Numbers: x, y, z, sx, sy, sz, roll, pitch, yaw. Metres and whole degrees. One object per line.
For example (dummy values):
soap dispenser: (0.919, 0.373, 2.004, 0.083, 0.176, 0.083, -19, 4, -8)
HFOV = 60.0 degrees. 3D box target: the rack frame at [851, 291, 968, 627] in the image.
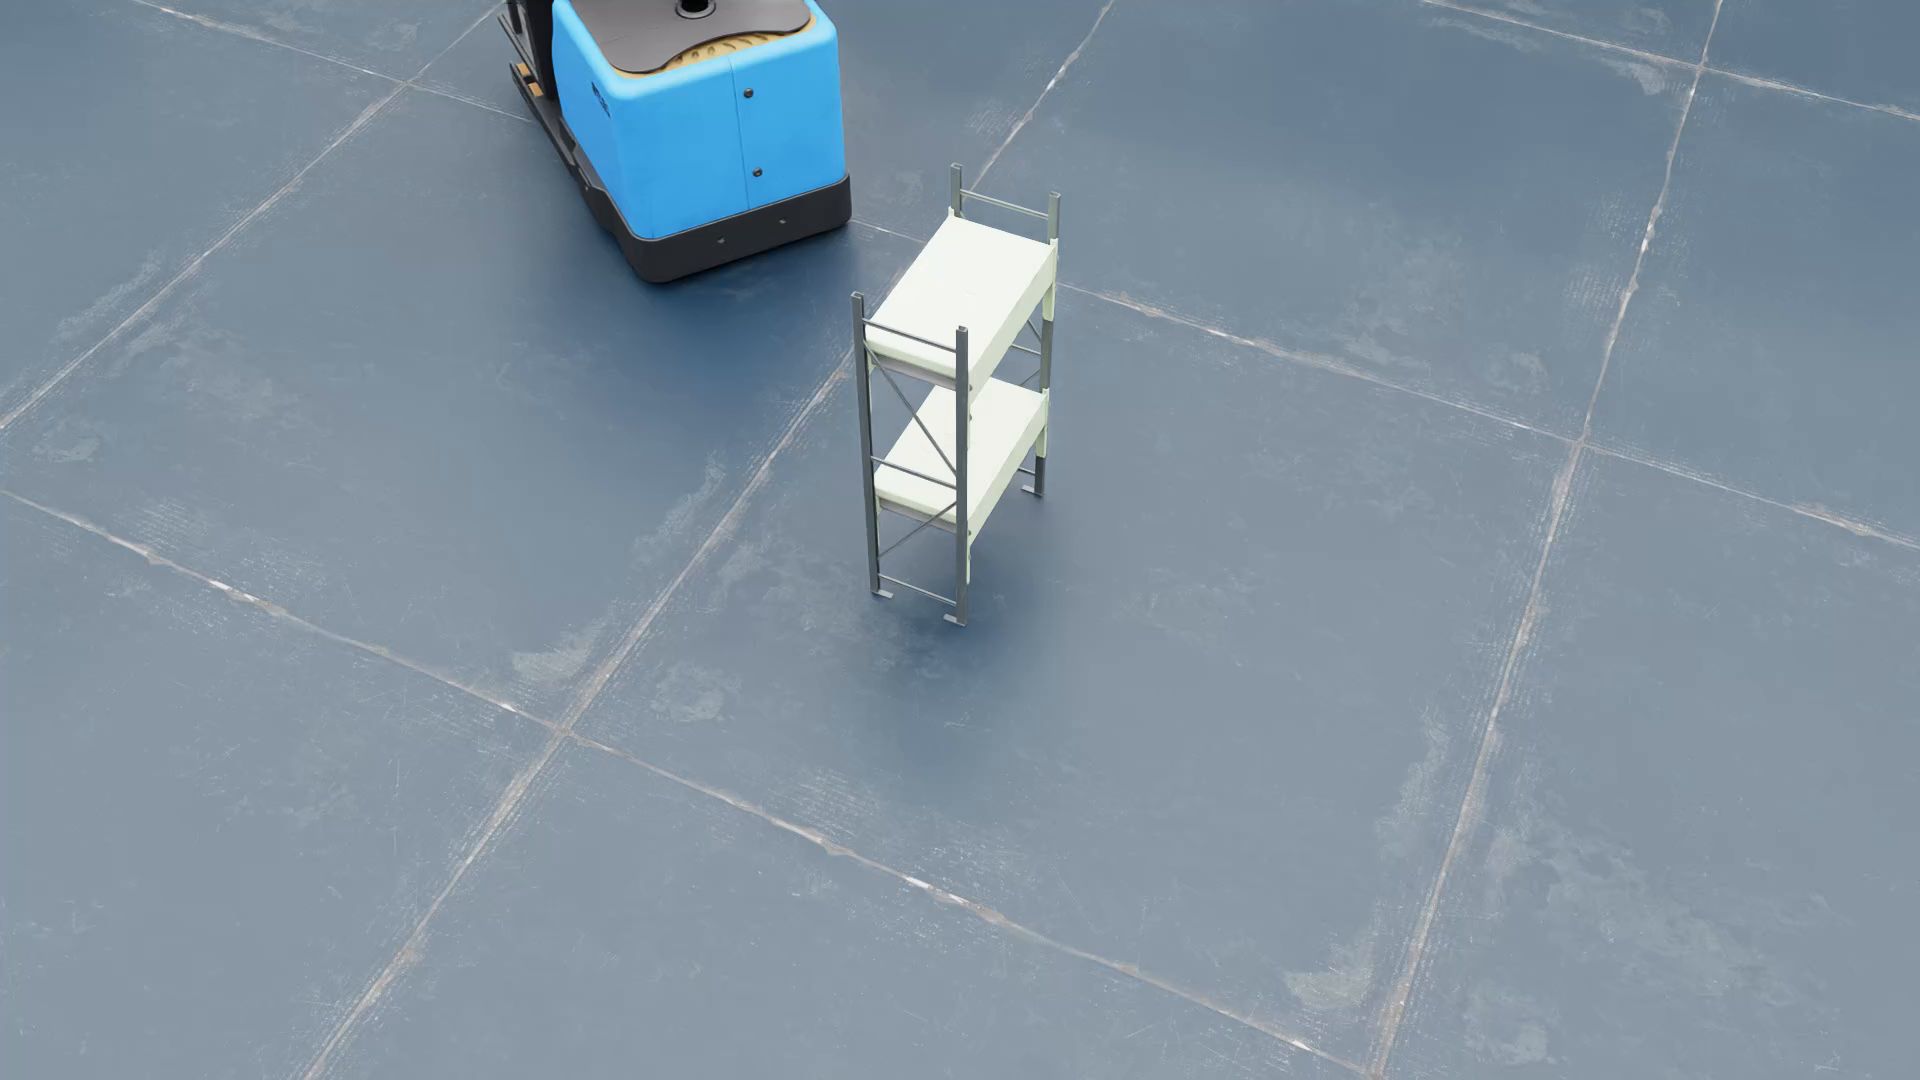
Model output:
rack frame: (-0.159, -0.229, 5.776, 0.400, 1.500, 0.023, 20, 52, 16)

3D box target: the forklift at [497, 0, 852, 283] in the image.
forklift: (-1.629, -3.235, 7.393, 1.130, 2.935, 3.031, -21, 53, -17)

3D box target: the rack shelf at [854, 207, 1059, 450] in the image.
rack shelf: (-0.003, -0.734, 5.693, 0.431, 0.370, 0.720, 20, 52, 16)

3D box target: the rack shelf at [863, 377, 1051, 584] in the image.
rack shelf: (-0.003, -0.270, 6.238, 0.431, 0.370, 0.720, 20, 52, 16)

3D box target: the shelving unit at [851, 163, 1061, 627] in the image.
shelving unit: (-0.003, -0.481, 5.990, 0.431, 1.500, 0.755, 20, 52, 16)

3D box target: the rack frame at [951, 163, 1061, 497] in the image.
rack frame: (0.154, -0.733, 6.204, 0.400, 1.500, 0.023, 20, 52, 16)
